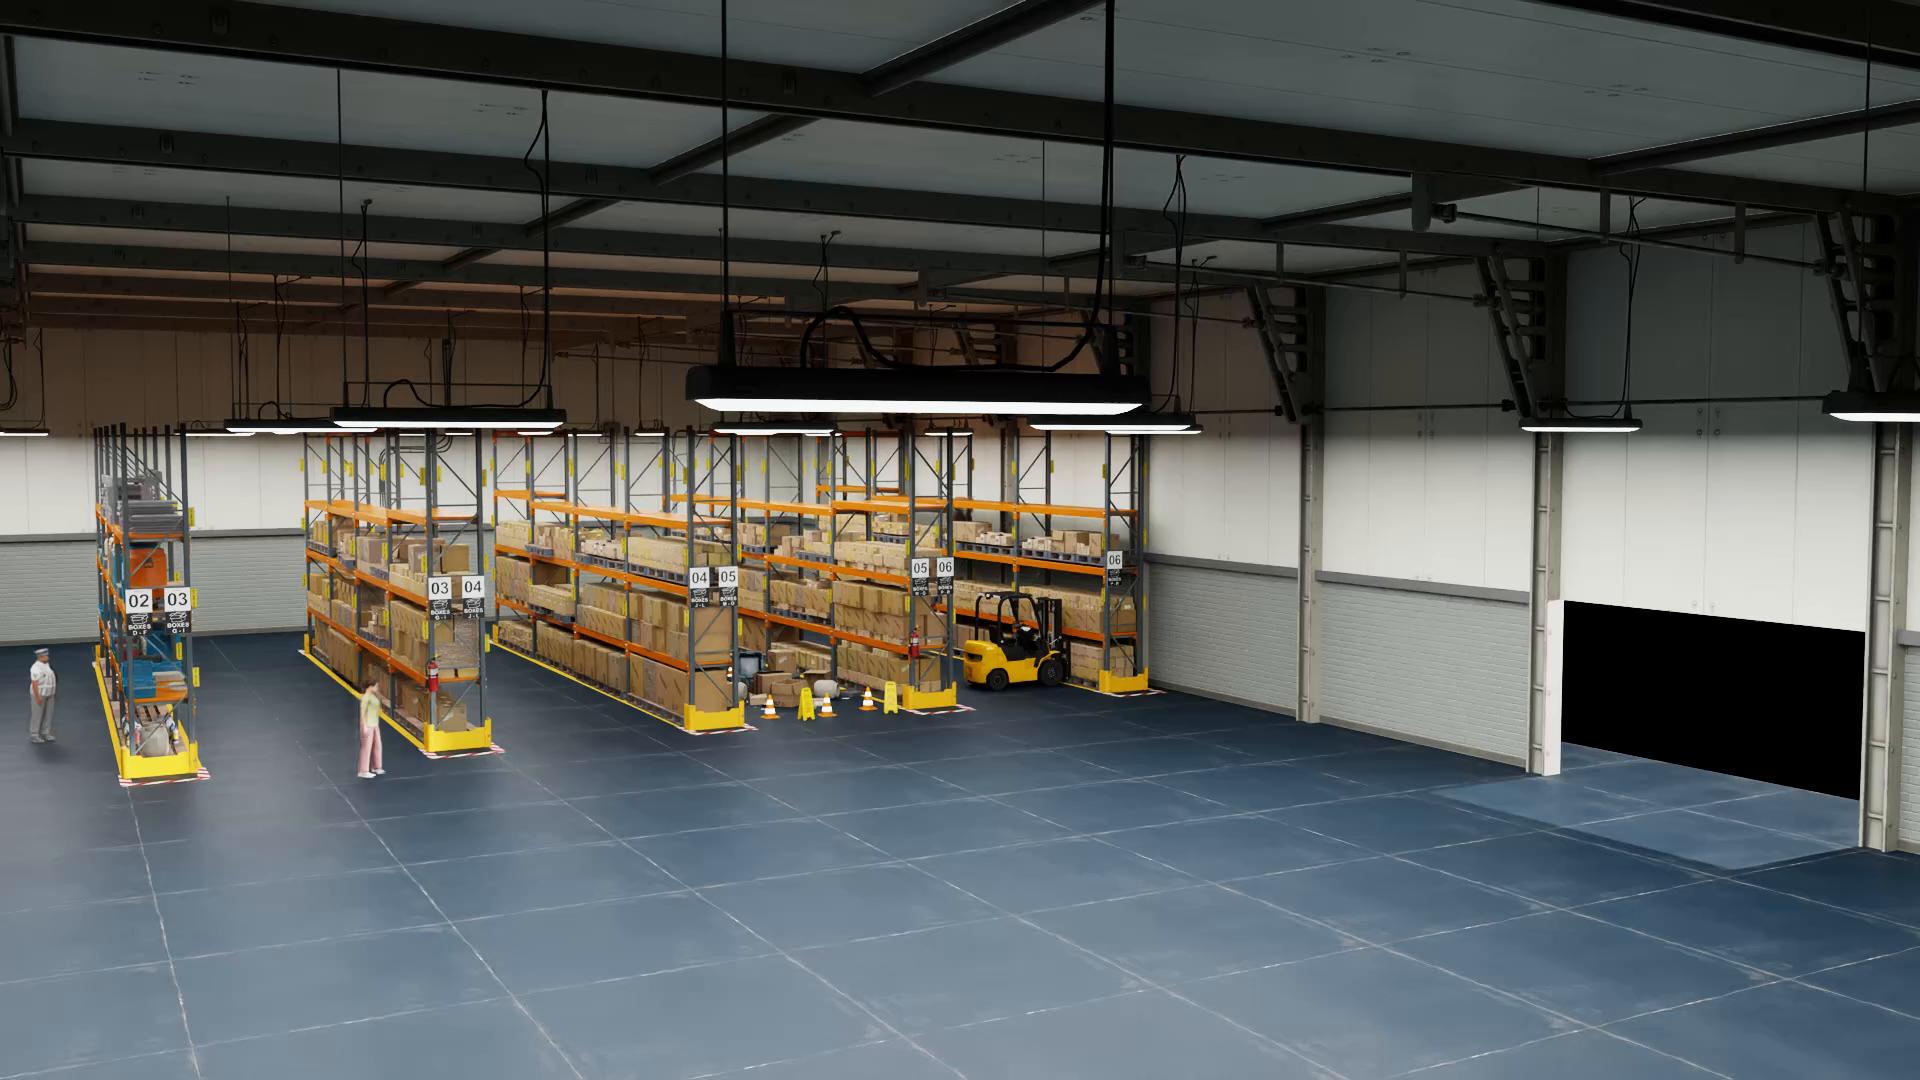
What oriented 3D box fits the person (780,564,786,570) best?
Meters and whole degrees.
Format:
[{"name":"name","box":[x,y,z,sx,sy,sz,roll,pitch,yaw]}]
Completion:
[{"name":"person","box":[-5.638,1.631,52.990,0.650,1.775,0.542,0,3,4]}]

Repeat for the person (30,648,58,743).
[{"name":"person","box":[-17.371,2.932,31.501,0.408,1.777,0.579,1,4,11]}]

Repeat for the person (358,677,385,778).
[{"name":"person","box":[-10.014,3.175,28.309,0.368,1.678,0.534,0,3,3]}]
